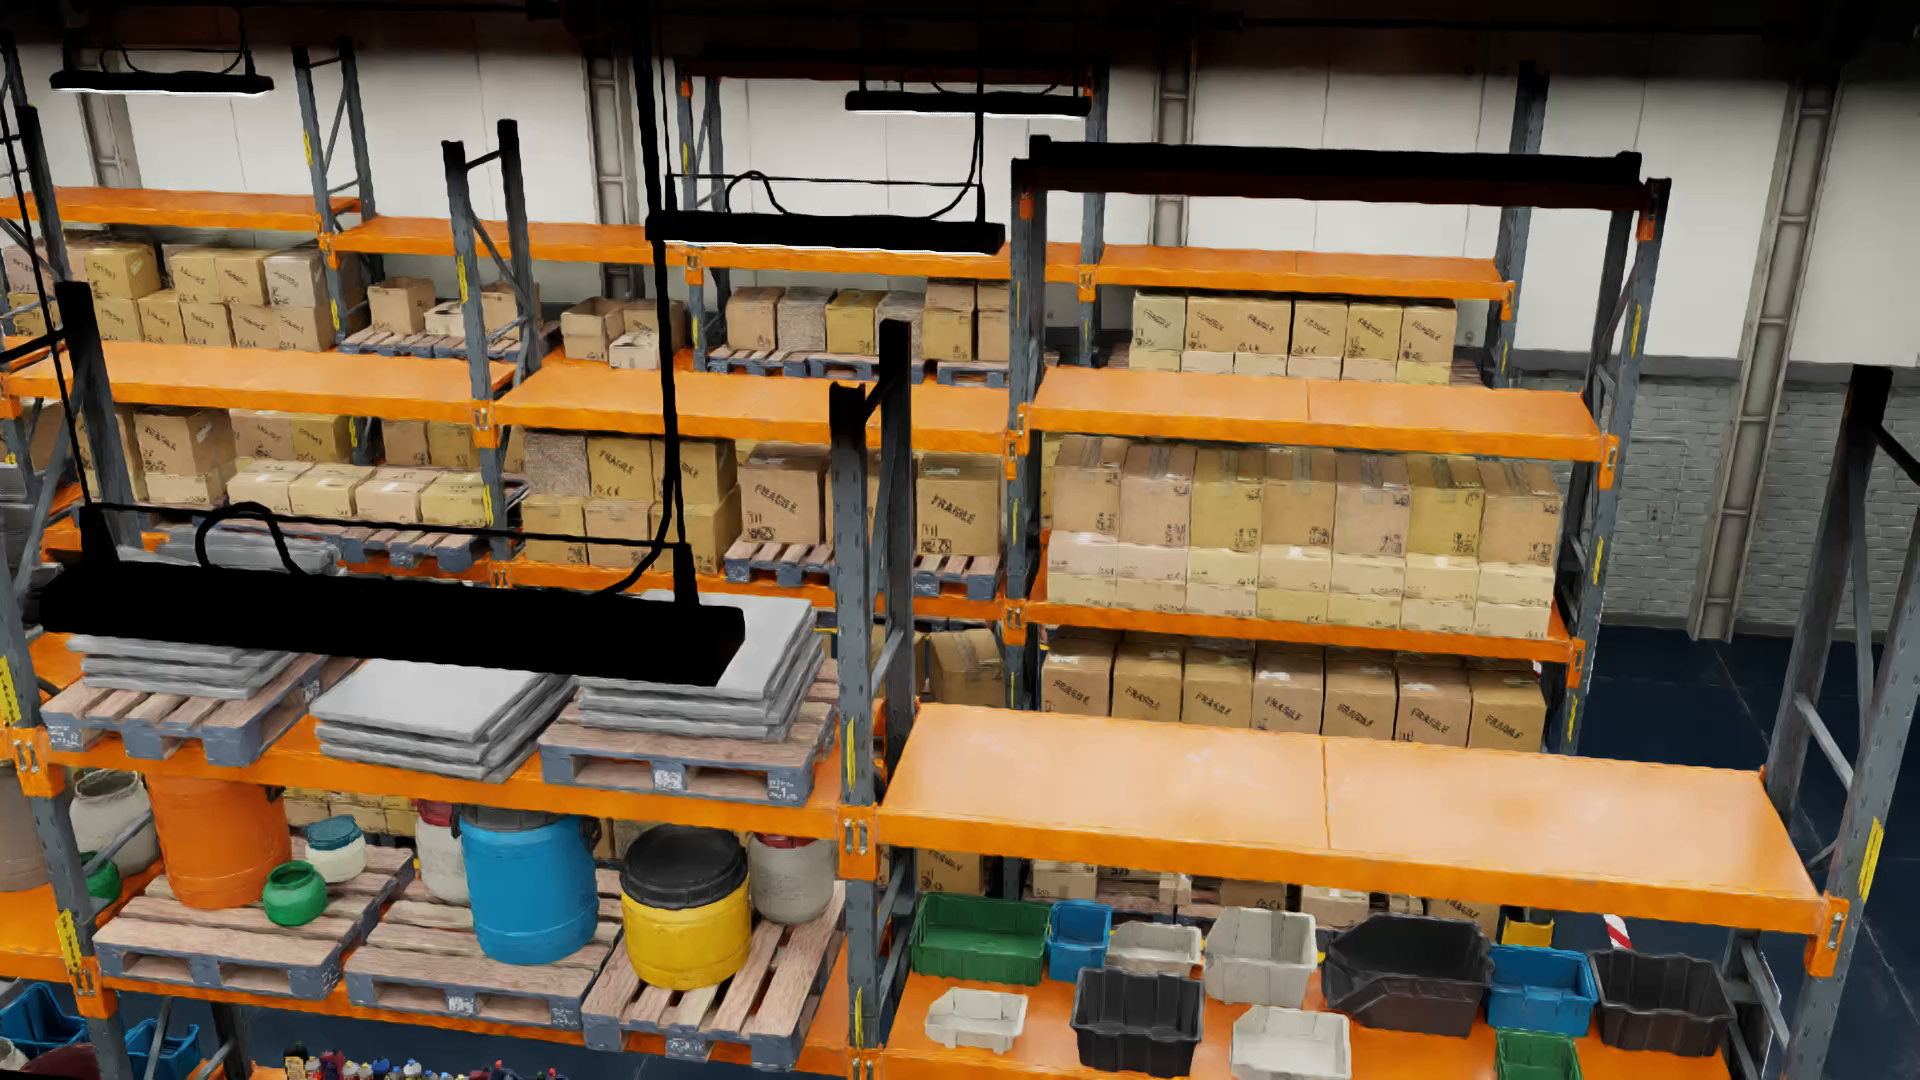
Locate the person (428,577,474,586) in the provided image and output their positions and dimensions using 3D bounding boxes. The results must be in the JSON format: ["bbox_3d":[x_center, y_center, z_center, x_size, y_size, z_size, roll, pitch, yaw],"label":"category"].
[{"bbox_3d":[-5.237,0.379,17.137,0.608,1.787,0.489,18,29,36],"label":"person"}]

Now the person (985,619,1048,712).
[{"bbox_3d":[0.538,0.899,15.947,0.618,1.761,0.489,-4,23,-10],"label":"person"}]
